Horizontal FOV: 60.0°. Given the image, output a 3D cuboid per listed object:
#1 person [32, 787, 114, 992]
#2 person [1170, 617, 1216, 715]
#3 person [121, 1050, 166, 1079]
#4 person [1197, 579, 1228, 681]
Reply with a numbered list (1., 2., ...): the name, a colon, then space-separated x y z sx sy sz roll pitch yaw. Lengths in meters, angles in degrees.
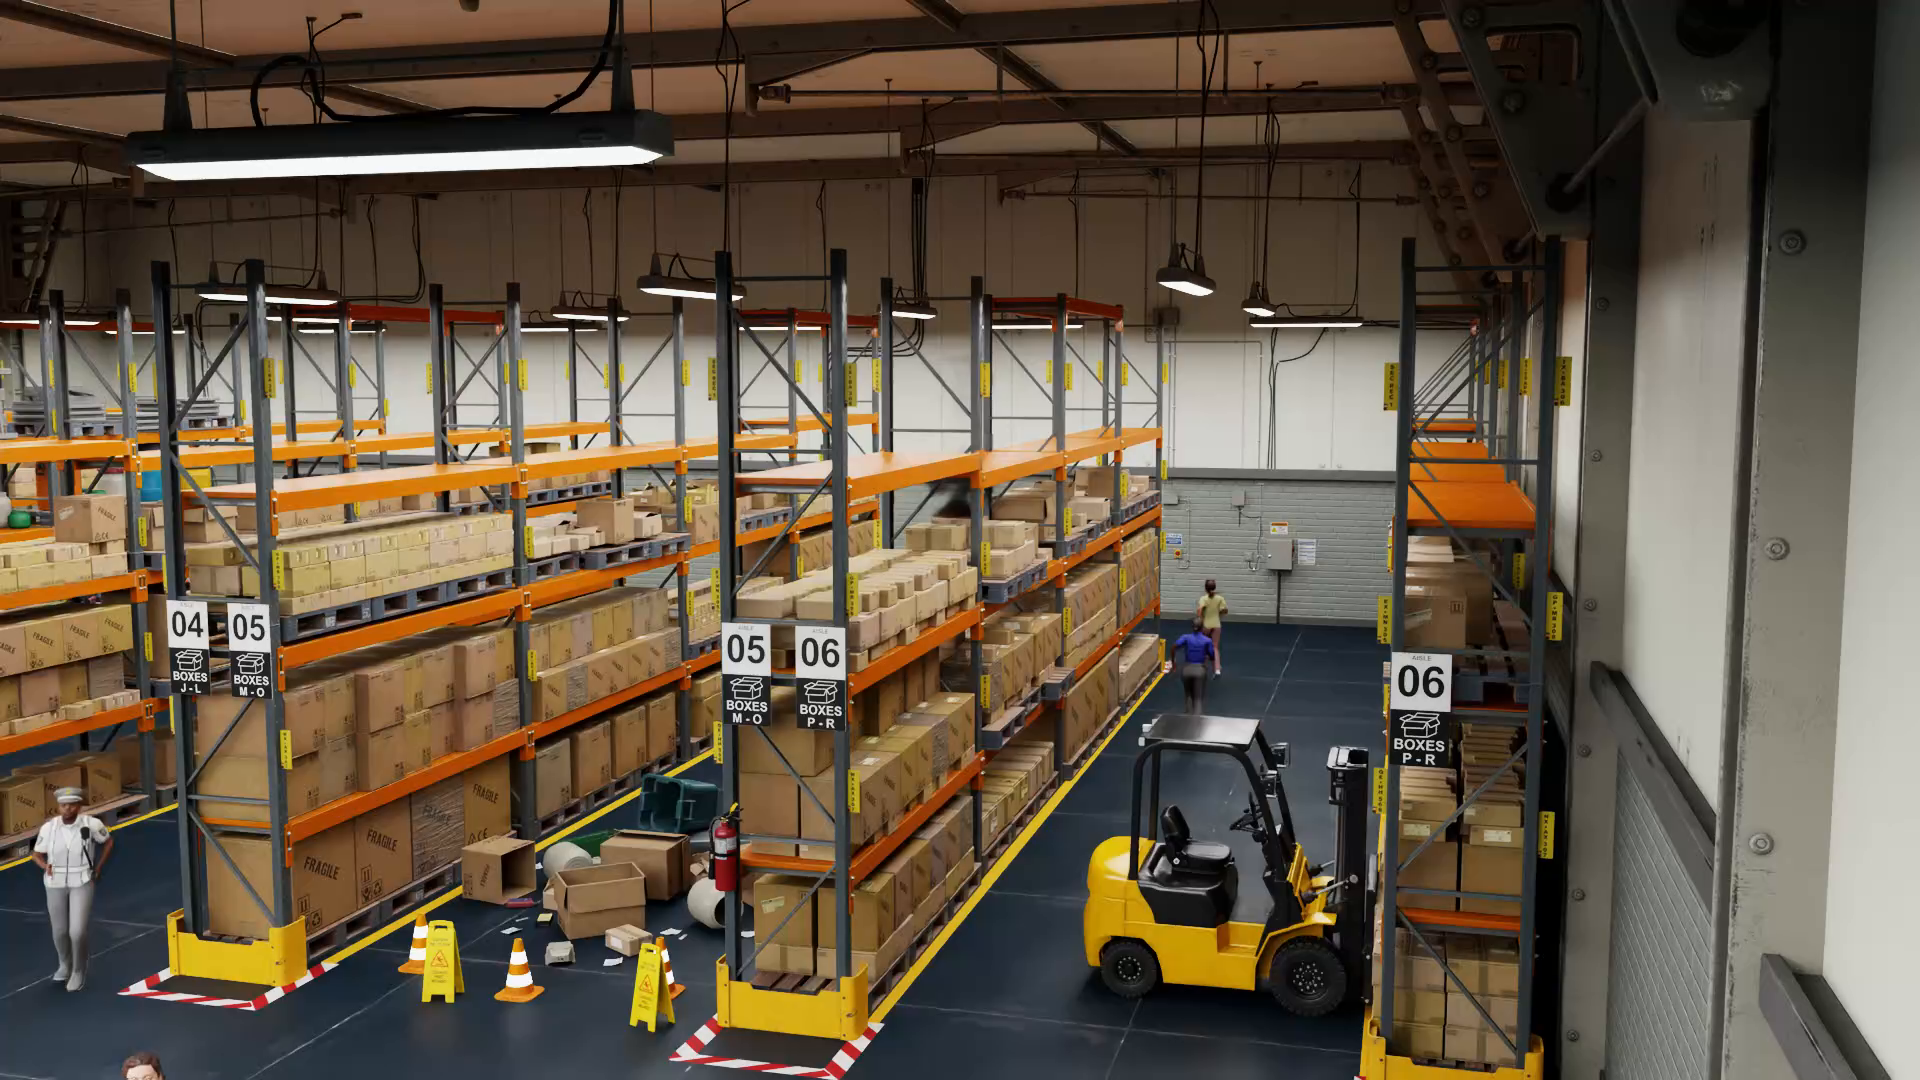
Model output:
1. person: -7.357 2.883 13.779 0.577 1.727 0.642 -2 6 -15
2. person: 3.238 1.905 23.126 0.584 1.670 0.865 2 6 19
3. person: -4.264 3.431 8.633 0.598 1.616 0.742 -3 7 -25
4. person: 4.079 1.473 27.026 0.572 1.682 0.893 -1 6 -5
